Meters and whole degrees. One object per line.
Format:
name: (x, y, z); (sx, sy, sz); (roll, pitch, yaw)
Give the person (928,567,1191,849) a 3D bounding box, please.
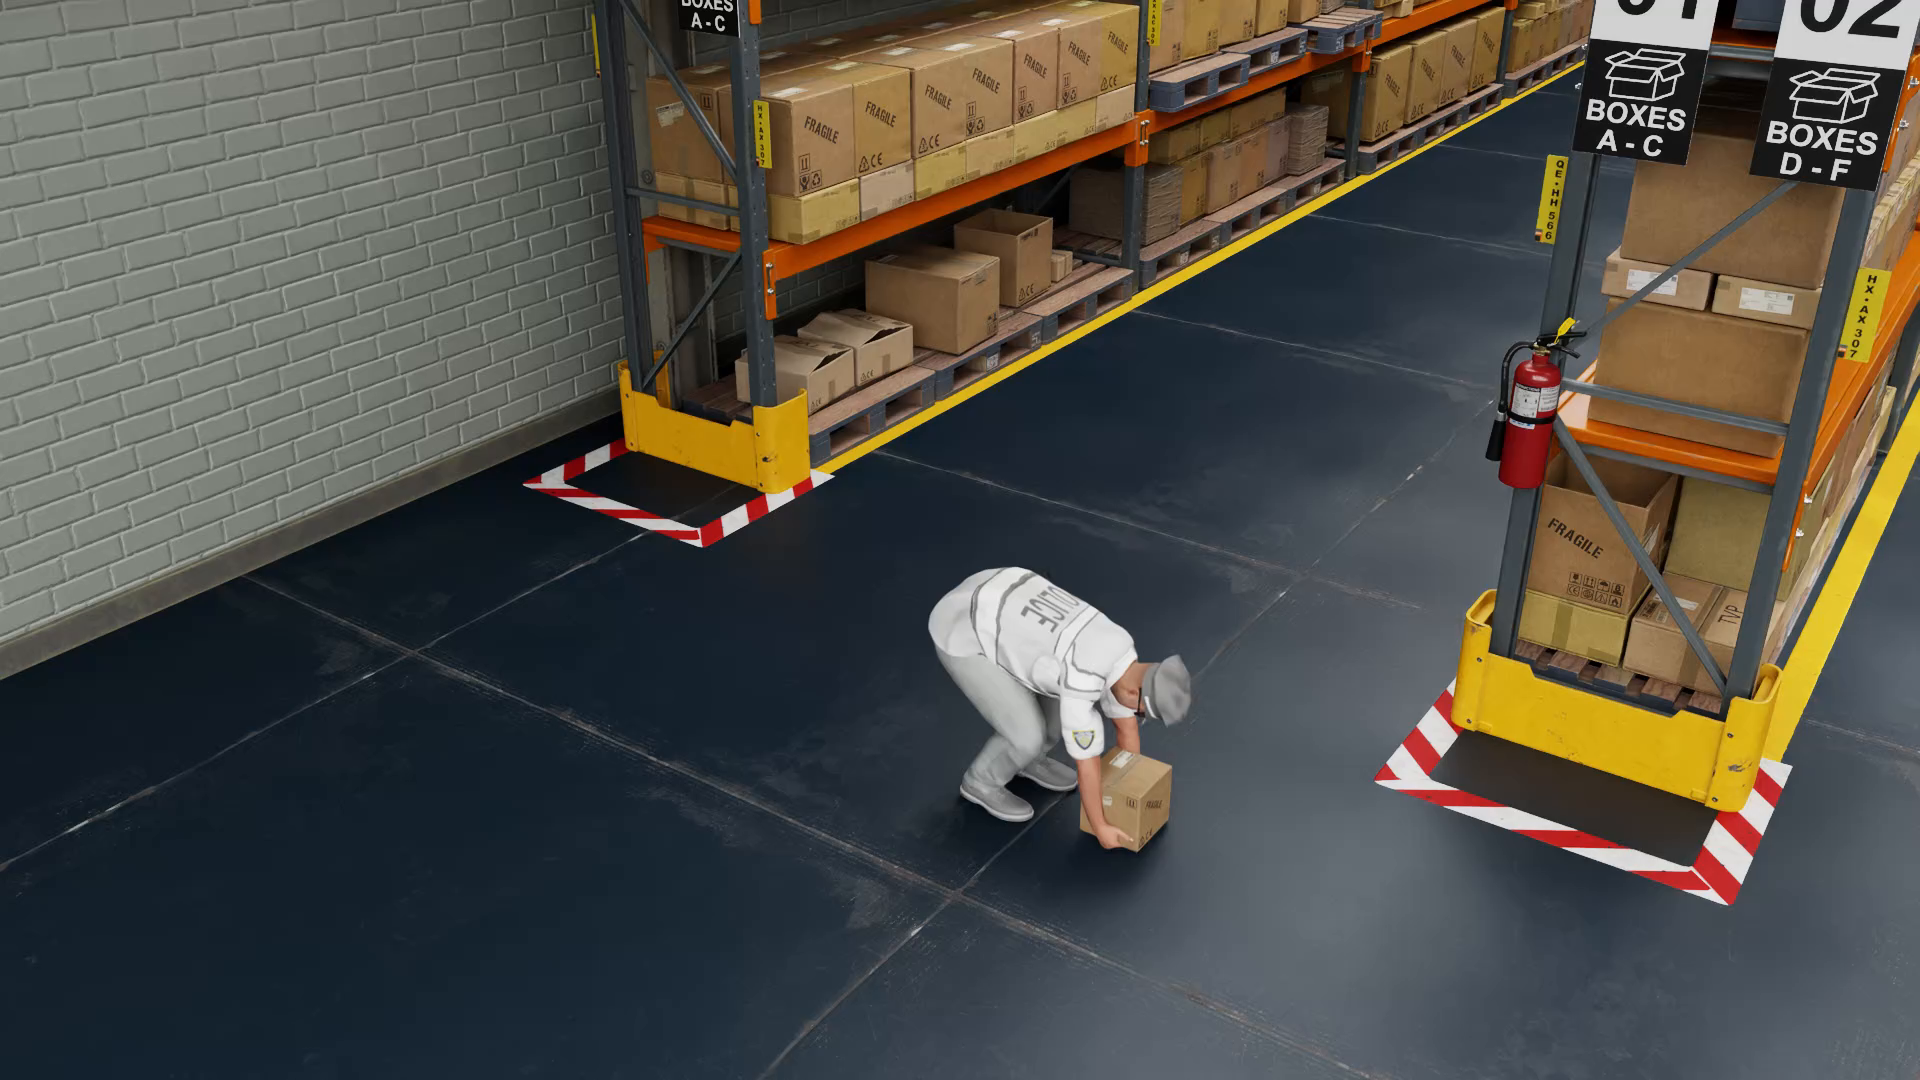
person: (0.372, 0.615, 6.293); (1.023, 0.939, 0.527); (16, 31, 28)
